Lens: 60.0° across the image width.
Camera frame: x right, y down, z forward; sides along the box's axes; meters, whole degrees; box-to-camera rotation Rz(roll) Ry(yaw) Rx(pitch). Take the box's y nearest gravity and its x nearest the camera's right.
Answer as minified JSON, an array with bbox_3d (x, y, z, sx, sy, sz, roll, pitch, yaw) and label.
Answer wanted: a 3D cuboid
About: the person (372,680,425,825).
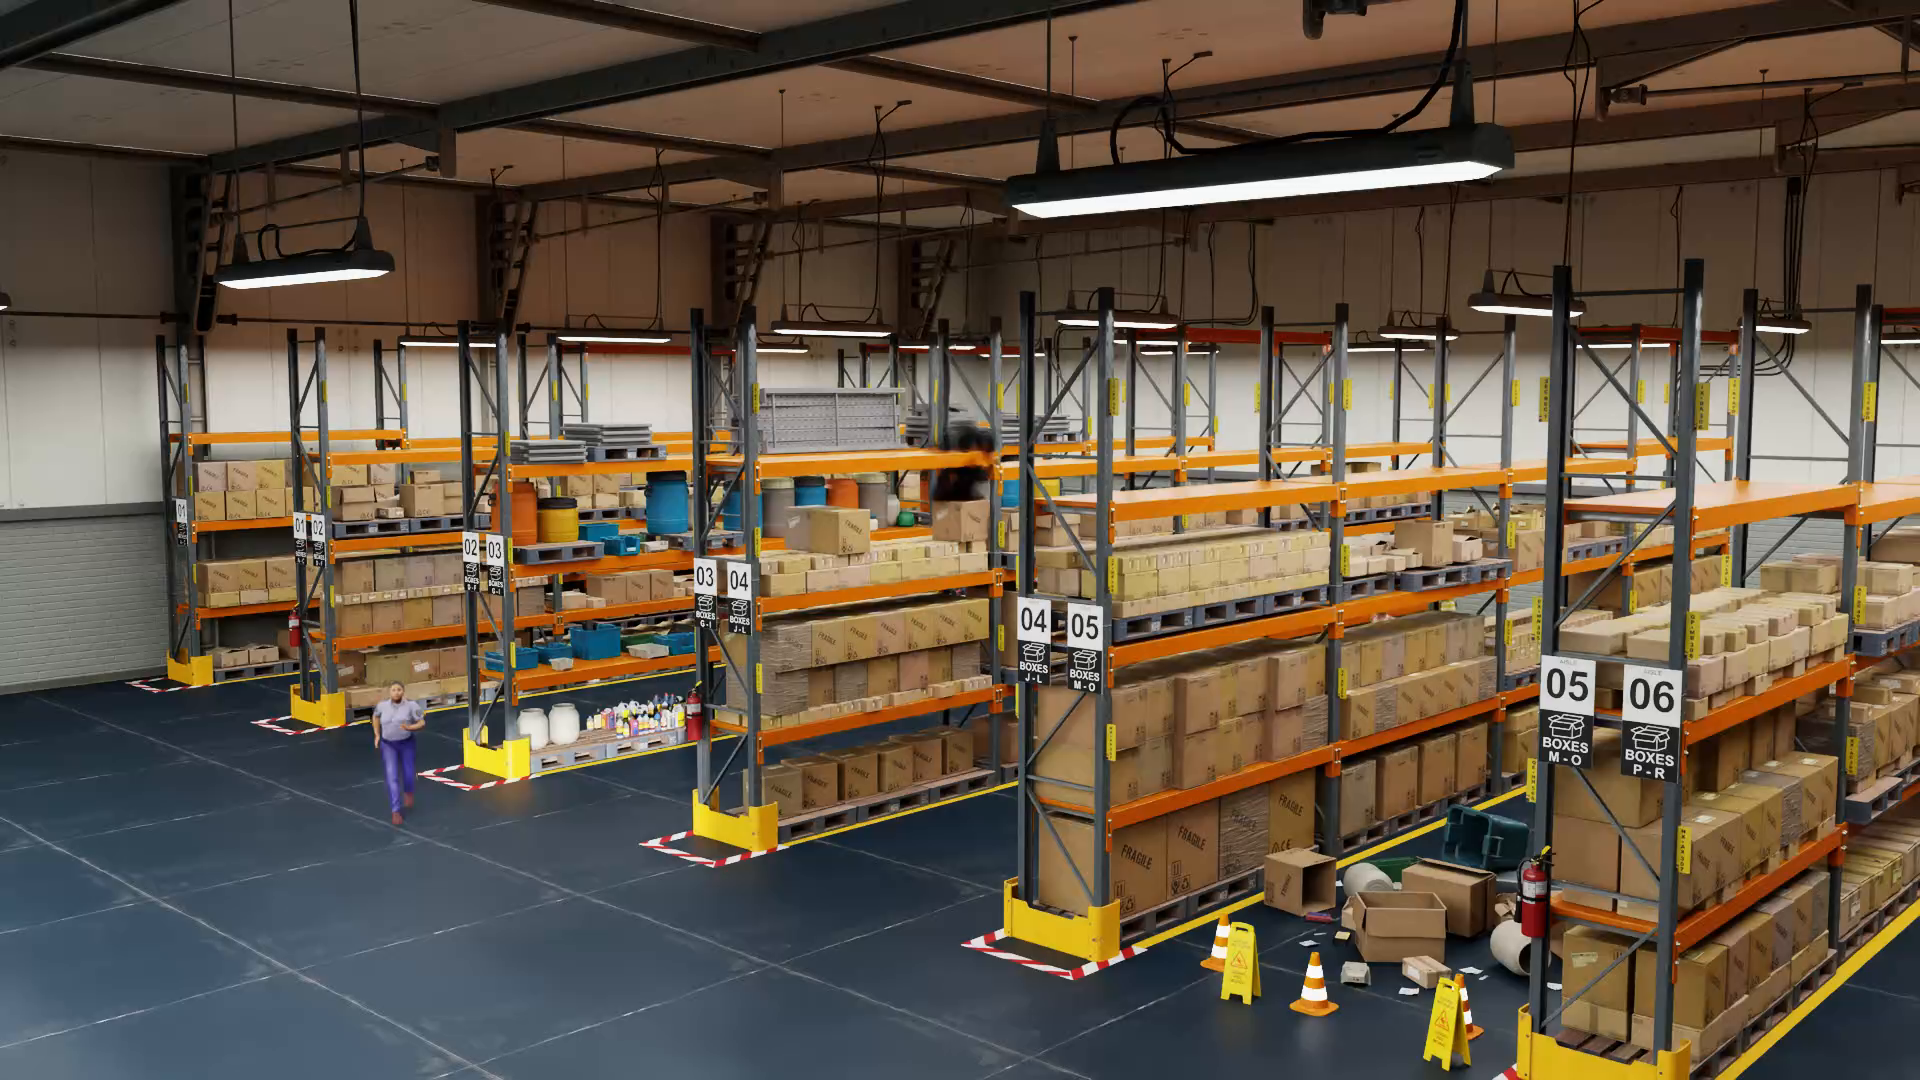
[{"bbox_3d":[-6.660,2.470,19.758,0.604,1.638,0.917,-2,6,-17],"label":"person"}]

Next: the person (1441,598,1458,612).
[{"bbox_3d":[9.050,1.372,31.119,0.749,1.829,0.811,-2,6,-24],"label":"person"}]

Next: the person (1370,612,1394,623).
[{"bbox_3d":[6.609,1.817,26.161,0.631,1.842,0.734,5,7,41],"label":"person"}]
